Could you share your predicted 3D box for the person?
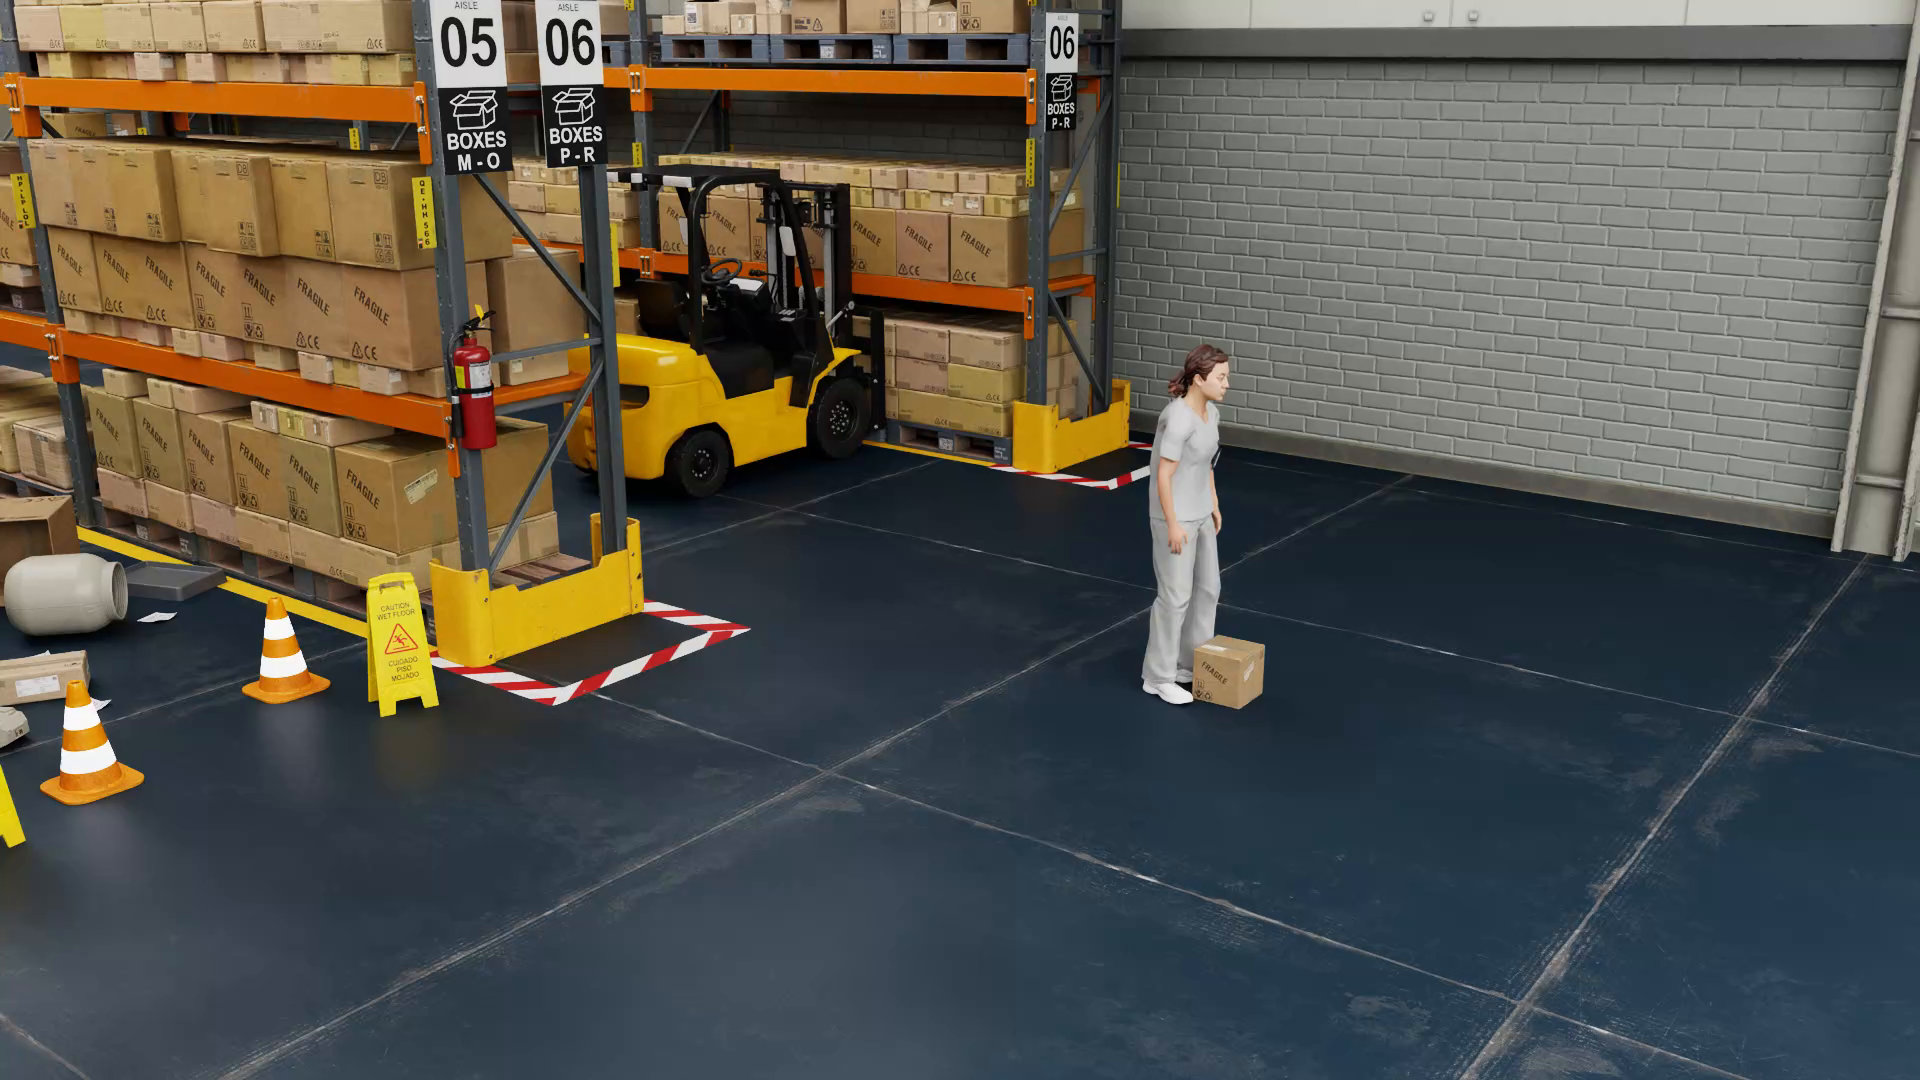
[{"bbox_3d":[1.100,-0.091,7.845,0.407,1.673,0.508,11,20,33],"label":"person"}]
